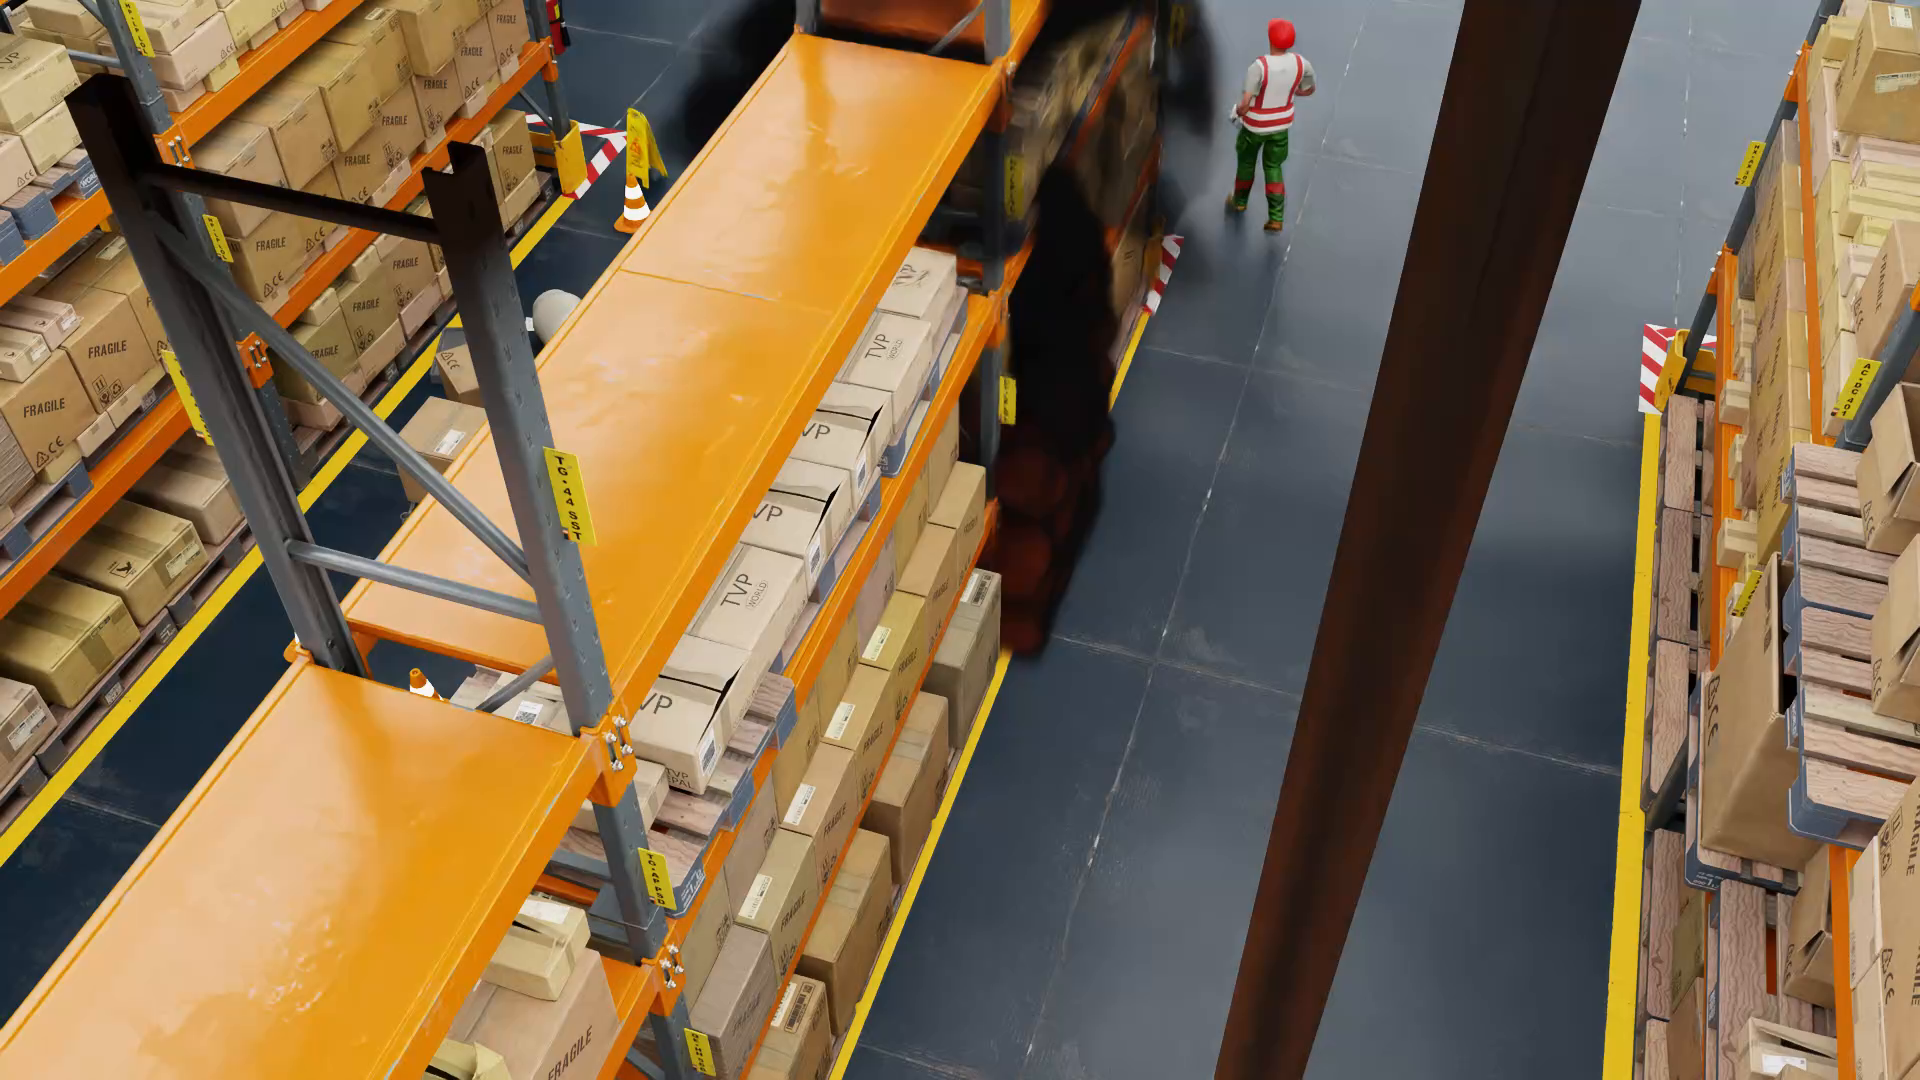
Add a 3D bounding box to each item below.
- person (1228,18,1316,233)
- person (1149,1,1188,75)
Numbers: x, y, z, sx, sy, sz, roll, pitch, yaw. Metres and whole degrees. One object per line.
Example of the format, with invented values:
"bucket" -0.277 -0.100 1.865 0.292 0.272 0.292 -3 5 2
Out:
"person" 2.417 -3.252 13.034 0.673 1.783 0.865 -7 46 -7
"person" 1.429 -4.000 13.807 0.639 1.779 0.698 -27 51 -24
